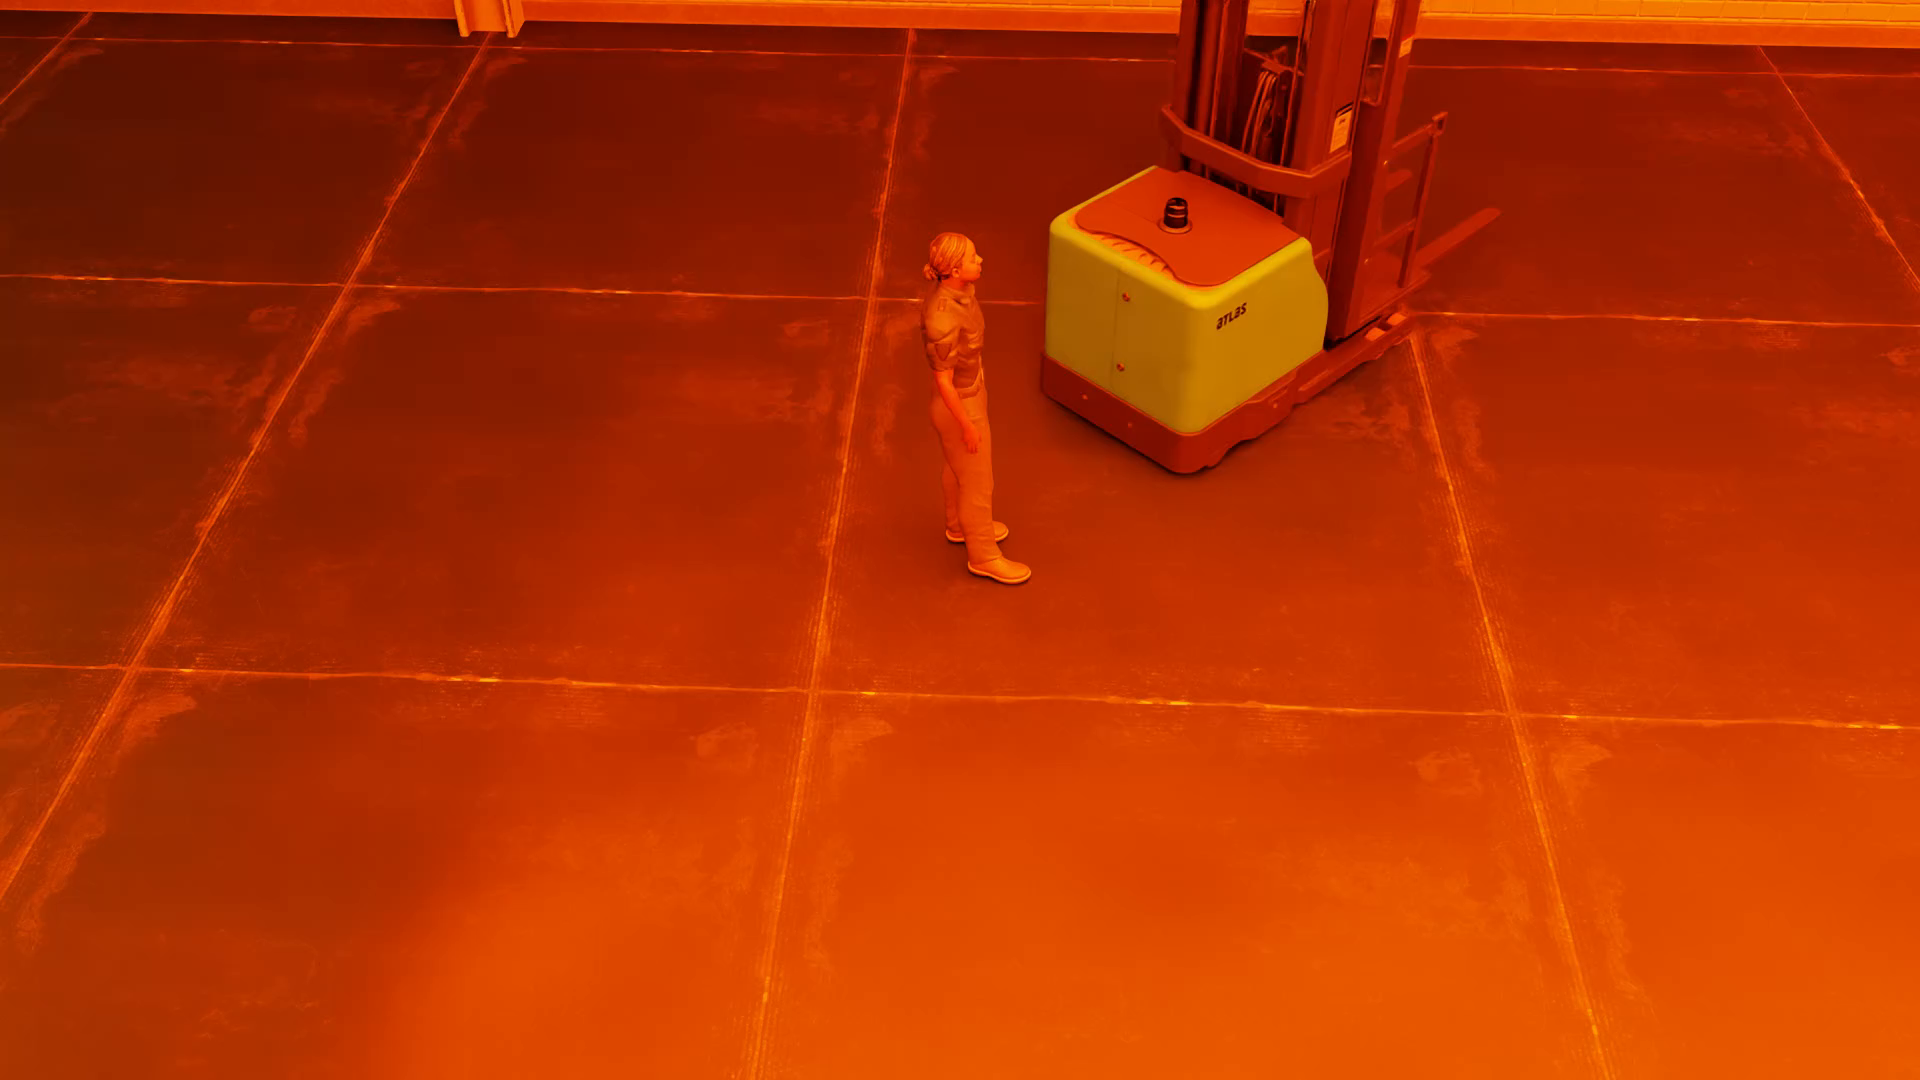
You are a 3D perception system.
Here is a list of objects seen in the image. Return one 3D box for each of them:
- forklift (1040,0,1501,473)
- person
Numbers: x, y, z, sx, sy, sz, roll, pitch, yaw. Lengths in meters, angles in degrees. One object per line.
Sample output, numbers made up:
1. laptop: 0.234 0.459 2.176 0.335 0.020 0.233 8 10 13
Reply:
1. forklift: 1.829 -2.288 8.249 3.031 2.935 1.130 -33 52 -31
2. person: 0.087 -0.596 7.340 0.503 1.644 0.569 2 42 2
